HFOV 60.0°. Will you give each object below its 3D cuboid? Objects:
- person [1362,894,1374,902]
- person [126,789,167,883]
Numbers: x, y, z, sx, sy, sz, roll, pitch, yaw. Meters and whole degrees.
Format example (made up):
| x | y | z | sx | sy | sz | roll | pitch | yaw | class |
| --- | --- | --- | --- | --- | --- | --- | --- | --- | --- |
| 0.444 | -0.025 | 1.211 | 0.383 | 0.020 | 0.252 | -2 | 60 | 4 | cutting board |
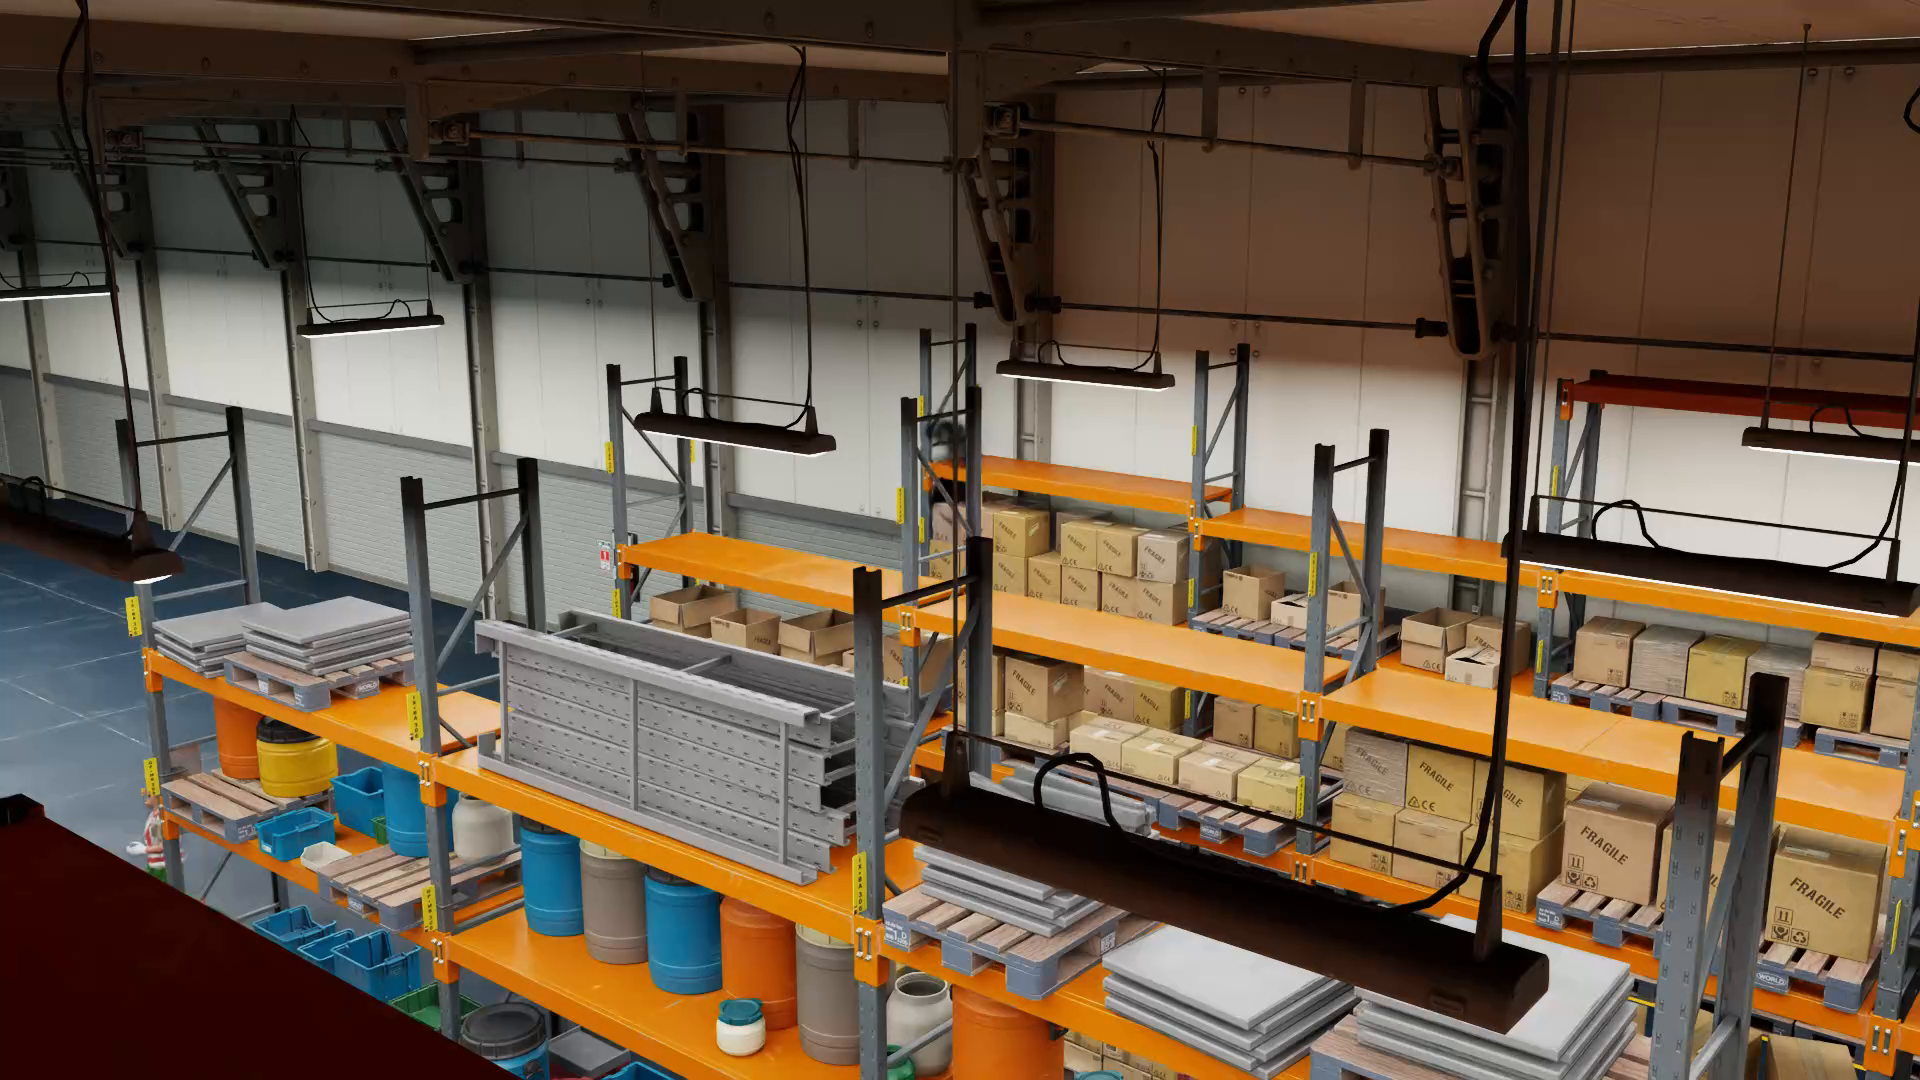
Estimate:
| x | y | z | sx | sy | sz | roll | pitch | yaw | class |
| --- | --- | --- | --- | --- | --- | --- | --- | --- | --- |
| 3.609 | 3.899 | 15.031 | 0.650 | 1.768 | 0.722 | -12 | 18 | -43 | person |
| -8.305 | 3.353 | 17.325 | 0.971 | 1.769 | 0.685 | -7 | 14 | -27 | person |
